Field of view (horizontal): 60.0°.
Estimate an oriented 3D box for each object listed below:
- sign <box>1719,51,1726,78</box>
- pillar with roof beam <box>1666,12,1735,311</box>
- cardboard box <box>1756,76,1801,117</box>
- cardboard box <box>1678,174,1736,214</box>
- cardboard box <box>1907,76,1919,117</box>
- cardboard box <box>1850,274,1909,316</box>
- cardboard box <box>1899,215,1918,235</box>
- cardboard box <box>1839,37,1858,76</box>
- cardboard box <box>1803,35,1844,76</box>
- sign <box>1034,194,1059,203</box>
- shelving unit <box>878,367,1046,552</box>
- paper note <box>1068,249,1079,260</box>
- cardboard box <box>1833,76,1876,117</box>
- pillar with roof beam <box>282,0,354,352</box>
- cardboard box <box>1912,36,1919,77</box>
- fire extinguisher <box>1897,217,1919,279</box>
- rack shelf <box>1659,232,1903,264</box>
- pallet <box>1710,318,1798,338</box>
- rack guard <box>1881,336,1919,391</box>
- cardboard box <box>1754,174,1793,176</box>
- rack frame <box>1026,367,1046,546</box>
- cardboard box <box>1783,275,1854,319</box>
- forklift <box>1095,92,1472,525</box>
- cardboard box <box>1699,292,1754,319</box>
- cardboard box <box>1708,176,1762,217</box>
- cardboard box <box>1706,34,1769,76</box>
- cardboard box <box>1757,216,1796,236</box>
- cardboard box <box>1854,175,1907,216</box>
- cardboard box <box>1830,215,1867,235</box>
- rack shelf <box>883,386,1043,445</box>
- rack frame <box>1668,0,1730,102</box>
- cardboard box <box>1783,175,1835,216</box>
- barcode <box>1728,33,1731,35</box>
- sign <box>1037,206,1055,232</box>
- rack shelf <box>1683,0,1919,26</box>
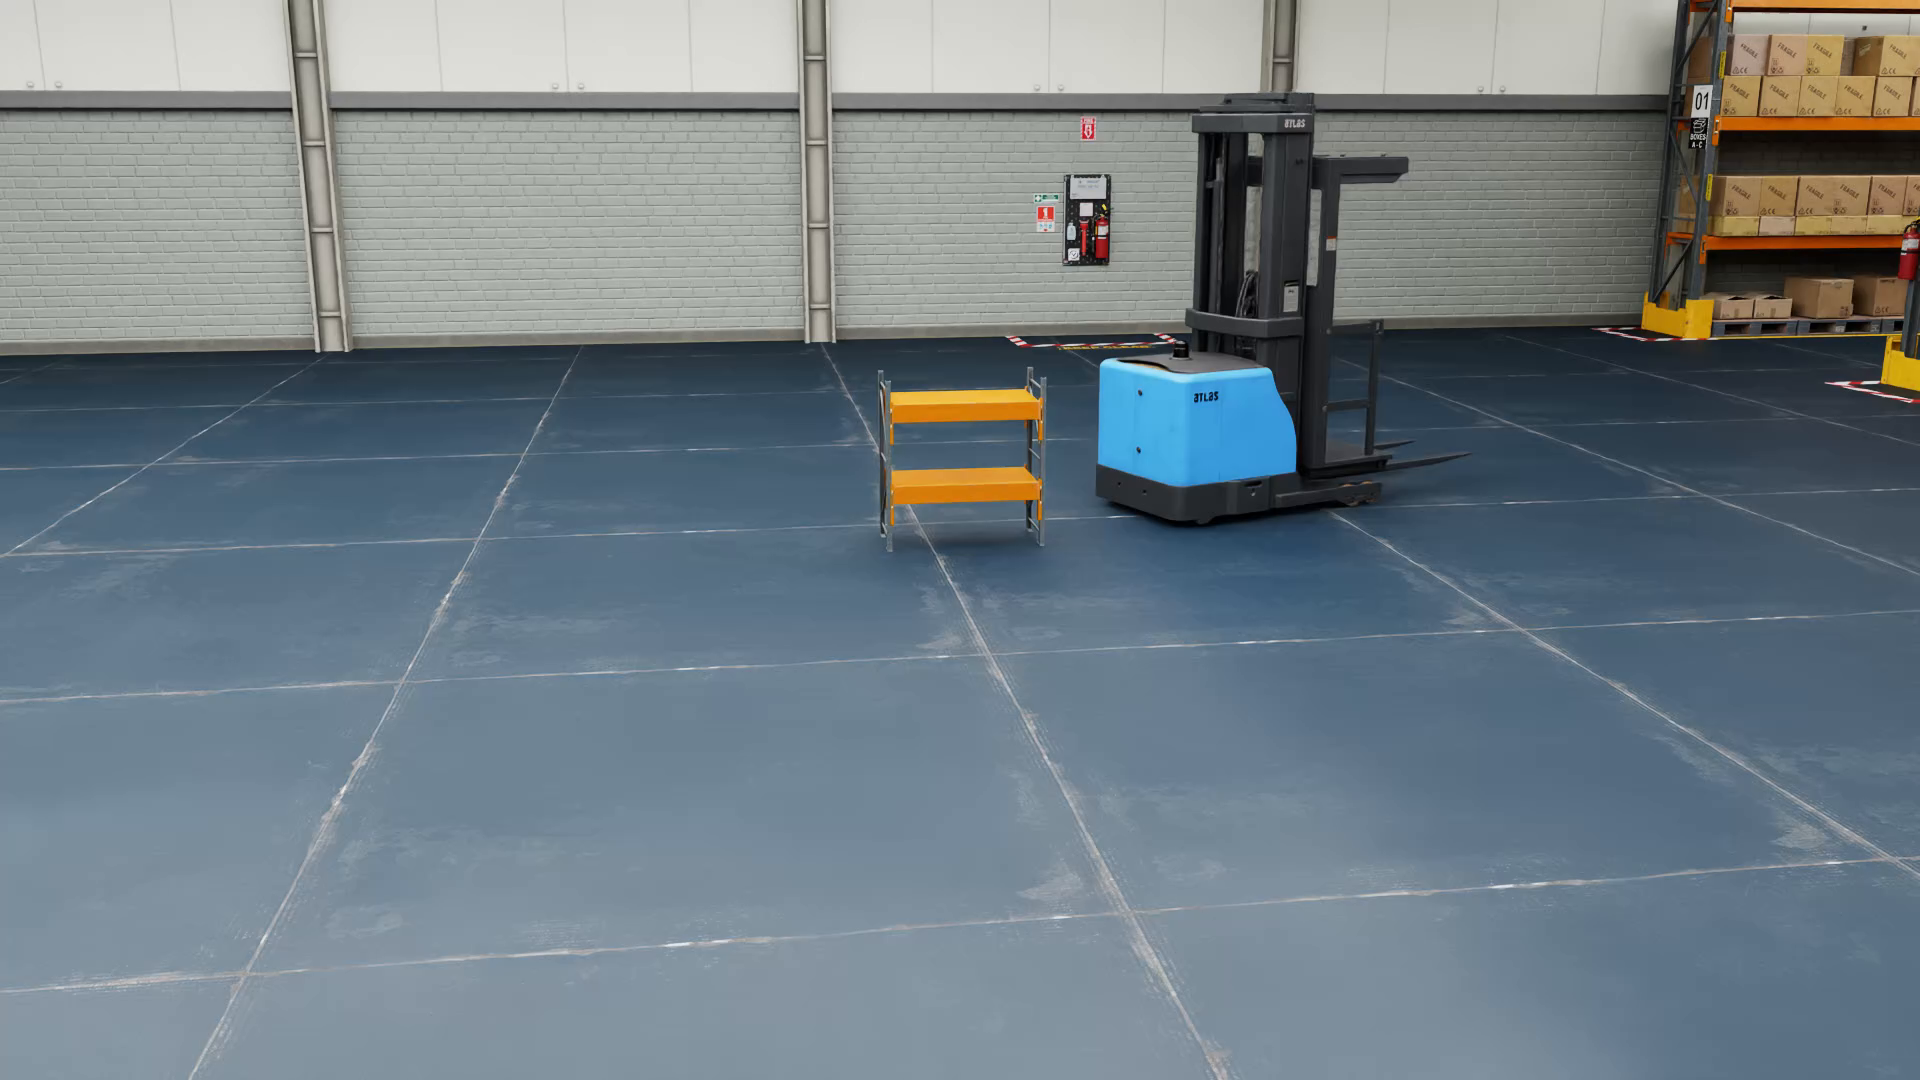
[{"bbox_3d":[9.578,-5.970,20.898,0.005,0.325,0.100,-2,14,-8],"label":"sign"},{"bbox_3d":[10.701,-6.330,17.961,0.400,9.000,9.100,-2,14,-8],"label":"pillar with roof beam"},{"bbox_3d":[10.401,-5.698,21.362,0.500,0.500,0.500,-1,14,-5],"label":"cardboard box"},{"bbox_3d":[9.931,-4.591,22.086,0.500,0.500,0.500,-2,14,-9],"label":"cardboard box"},{"bbox_3d":[12.488,-5.787,21.717,0.500,0.500,0.500,-3,14,-13],"label":"cardboard box"},{"bbox_3d":[12.432,-3.320,22.530,0.500,0.500,0.500,-3,14,-13],"label":"cardboard box"},{"bbox_3d":[12.535,-4.197,22.060,0.500,0.250,0.500,-2,14,-8],"label":"cardboard box"},{"bbox_3d":[11.411,-6.350,21.906,0.500,0.500,0.500,-2,14,-8],"label":"cardboard box"},{"bbox_3d":[10.922,-6.203,21.320,0.500,0.500,0.500,-2,14,-7],"label":"cardboard box"},{"bbox_3d":[1.121,-4.435,21.575,0.331,0.109,0.001,-2,14,-8],"label":"sign"},{"bbox_3d":[0.007,-0.546,11.086,1.048,1.125,0.538,-2,14,-8],"label":"shelving unit"},{"bbox_3d":[1.492,-3.740,21.780,0.142,0.148,0.016,-2,14,-8],"label":"paper note"},{"bbox_3d":[11.440,-5.742,21.538,0.500,0.500,0.500,-1,14,-5],"label":"cardboard box"},{"bbox_3d":[-7.098,-5.677,15.360,0.400,9.000,9.100,-2,14,-8],"label":"pillar with roof beam"},{"bbox_3d":[12.454,-6.259,21.544,0.500,0.500,0.500,-1,14,-5],"label":"cardboard box"},{"bbox_3d":[10.052,-3.100,17.576,0.183,0.674,0.296,-2,14,-8],"label":"fire extinguisher"},{"bbox_3d":[11.474,-3.945,22.266,4.000,0.370,1.077,-2,14,-8],"label":"rack shelf"},{"bbox_3d":[10.380,-2.893,22.323,1.213,0.211,1.003,-2,14,-8],"label":"pallet"},{"bbox_3d":[10.215,-1.817,17.439,0.348,0.500,1.175,-2,14,-8],"label":"rack guard"},{"bbox_3d":[10.941,-4.626,22.228,0.500,0.500,0.500,-2,14,-10],"label":"cardboard box"},{"bbox_3d":[0.509,-0.564,11.159,0.032,1.125,0.500,-2,14,-8],"label":"rack frame"},{"bbox_3d":[11.491,-3.261,22.294,0.500,0.500,0.700,-3,14,-12],"label":"cardboard box"},{"bbox_3d":[2.531,-1.769,12.250,3.031,2.935,1.130,-8,16,-29],"label":"forklift"},{"bbox_3d":[10.194,-3.134,22.177,0.500,0.311,0.500,-4,15,-15],"label":"cardboard box"},{"bbox_3d":[10.014,-4.467,21.595,0.500,0.500,0.500,-2,14,-8],"label":"cardboard box"},{"bbox_3d":[9.914,-6.175,21.211,0.500,0.500,0.500,-3,14,-12],"label":"cardboard box"},{"bbox_3d":[10.538,-4.122,21.760,0.500,0.250,0.500,-3,14,-10],"label":"cardboard box"},{"bbox_3d":[12.038,-4.541,21.887,0.500,0.500,0.500,-3,14,-10],"label":"cardboard box"},{"bbox_3d":[11.543,-4.157,21.899,0.500,0.250,0.500,-2,14,-8],"label":"cardboard box"},{"bbox_3d":[0.007,-0.830,11.015,1.000,0.278,0.538,-2,14,-8],"label":"rack shelf"},{"bbox_3d":[9.497,-7.132,21.160,0.127,3.000,1.000,-2,14,-8],"label":"rack frame"},{"bbox_3d":[11.016,-4.500,21.725,0.500,0.500,0.500,-3,14,-10],"label":"cardboard box"},{"bbox_3d":[10.124,-6.647,21.900,0.075,0.075,0.001,-2,14,-8],"label":"barcode"},{"bbox_3d":[1.116,-4.179,21.647,0.234,0.329,0.001,-2,14,-8],"label":"sign"},{"bbox_3d":[11.474,-6.854,21.536,4.000,0.370,1.077,-2,14,-8],"label":"rack shelf"}]
